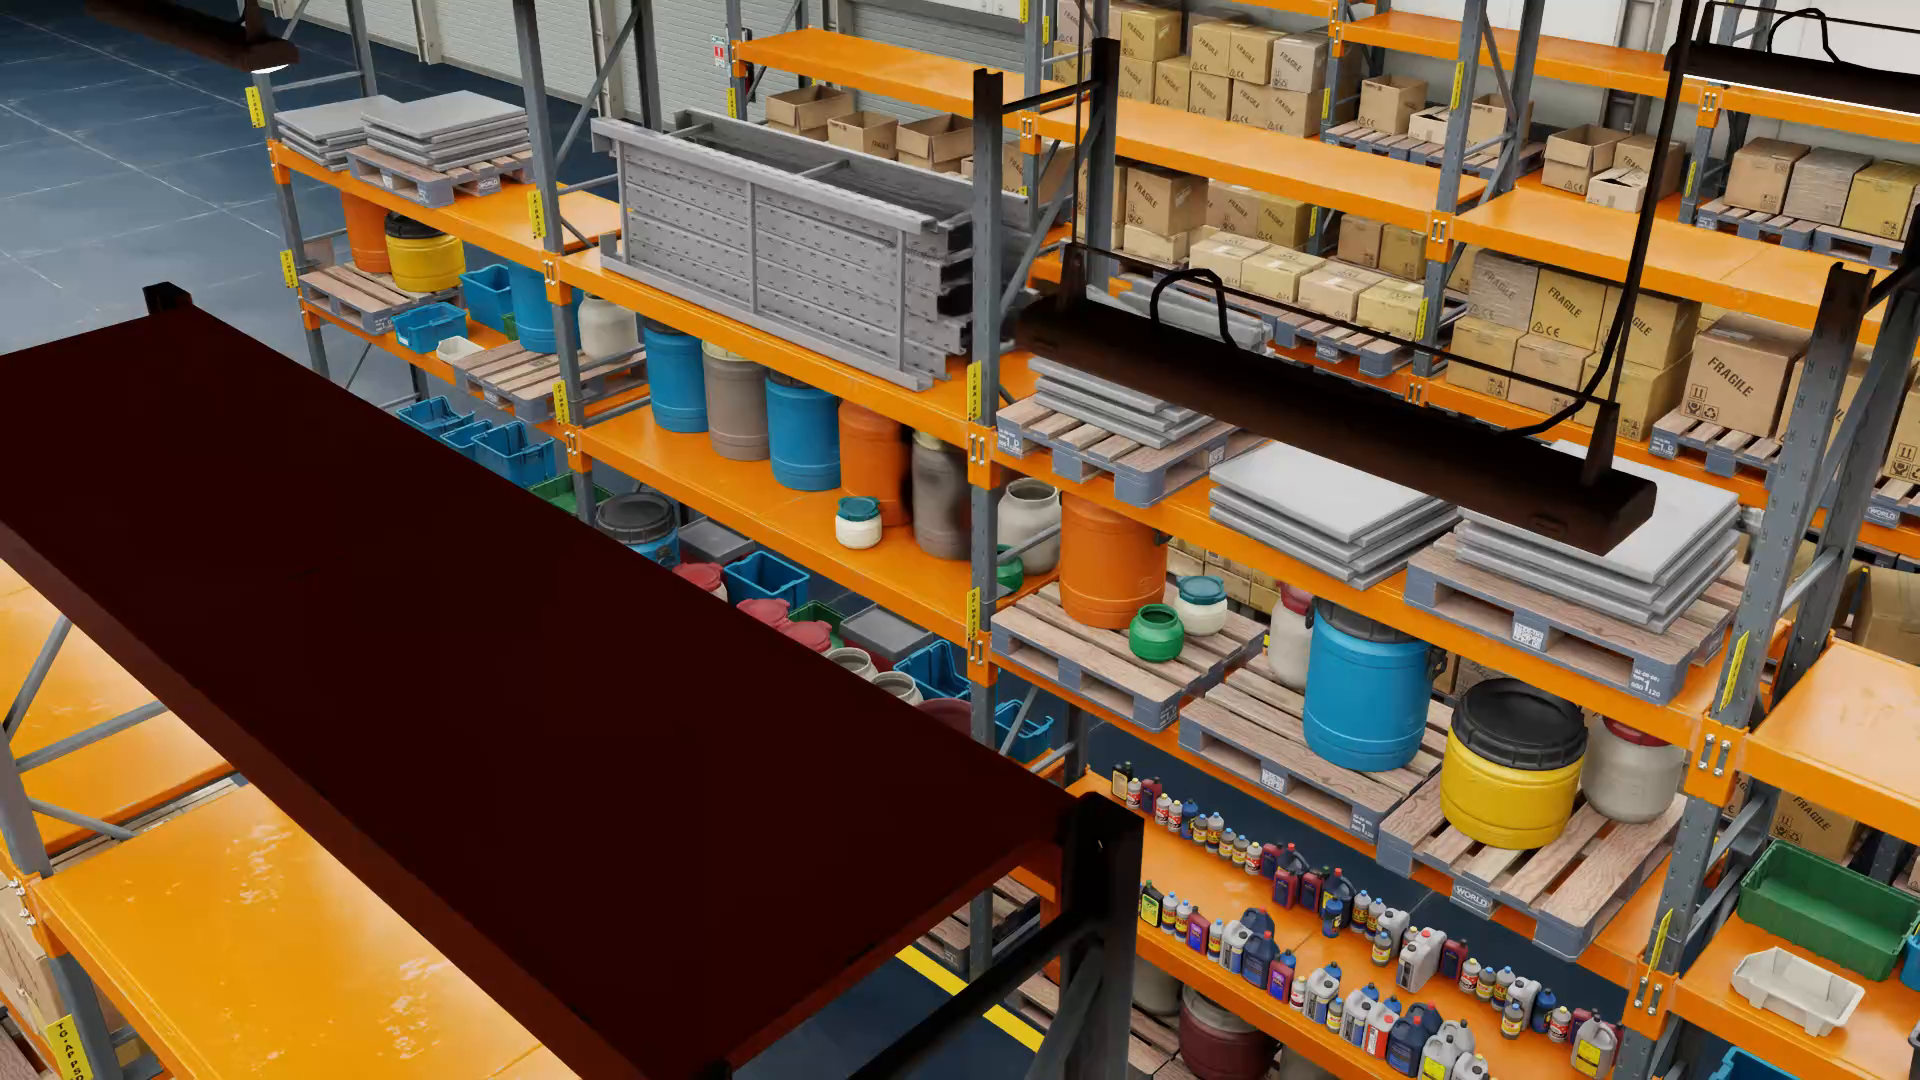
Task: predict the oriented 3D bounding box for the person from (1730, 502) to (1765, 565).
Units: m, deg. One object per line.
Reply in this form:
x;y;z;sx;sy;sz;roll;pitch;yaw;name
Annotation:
6.996;-0.124;14.769;0.840;1.725;0.589;18;34;28;person
